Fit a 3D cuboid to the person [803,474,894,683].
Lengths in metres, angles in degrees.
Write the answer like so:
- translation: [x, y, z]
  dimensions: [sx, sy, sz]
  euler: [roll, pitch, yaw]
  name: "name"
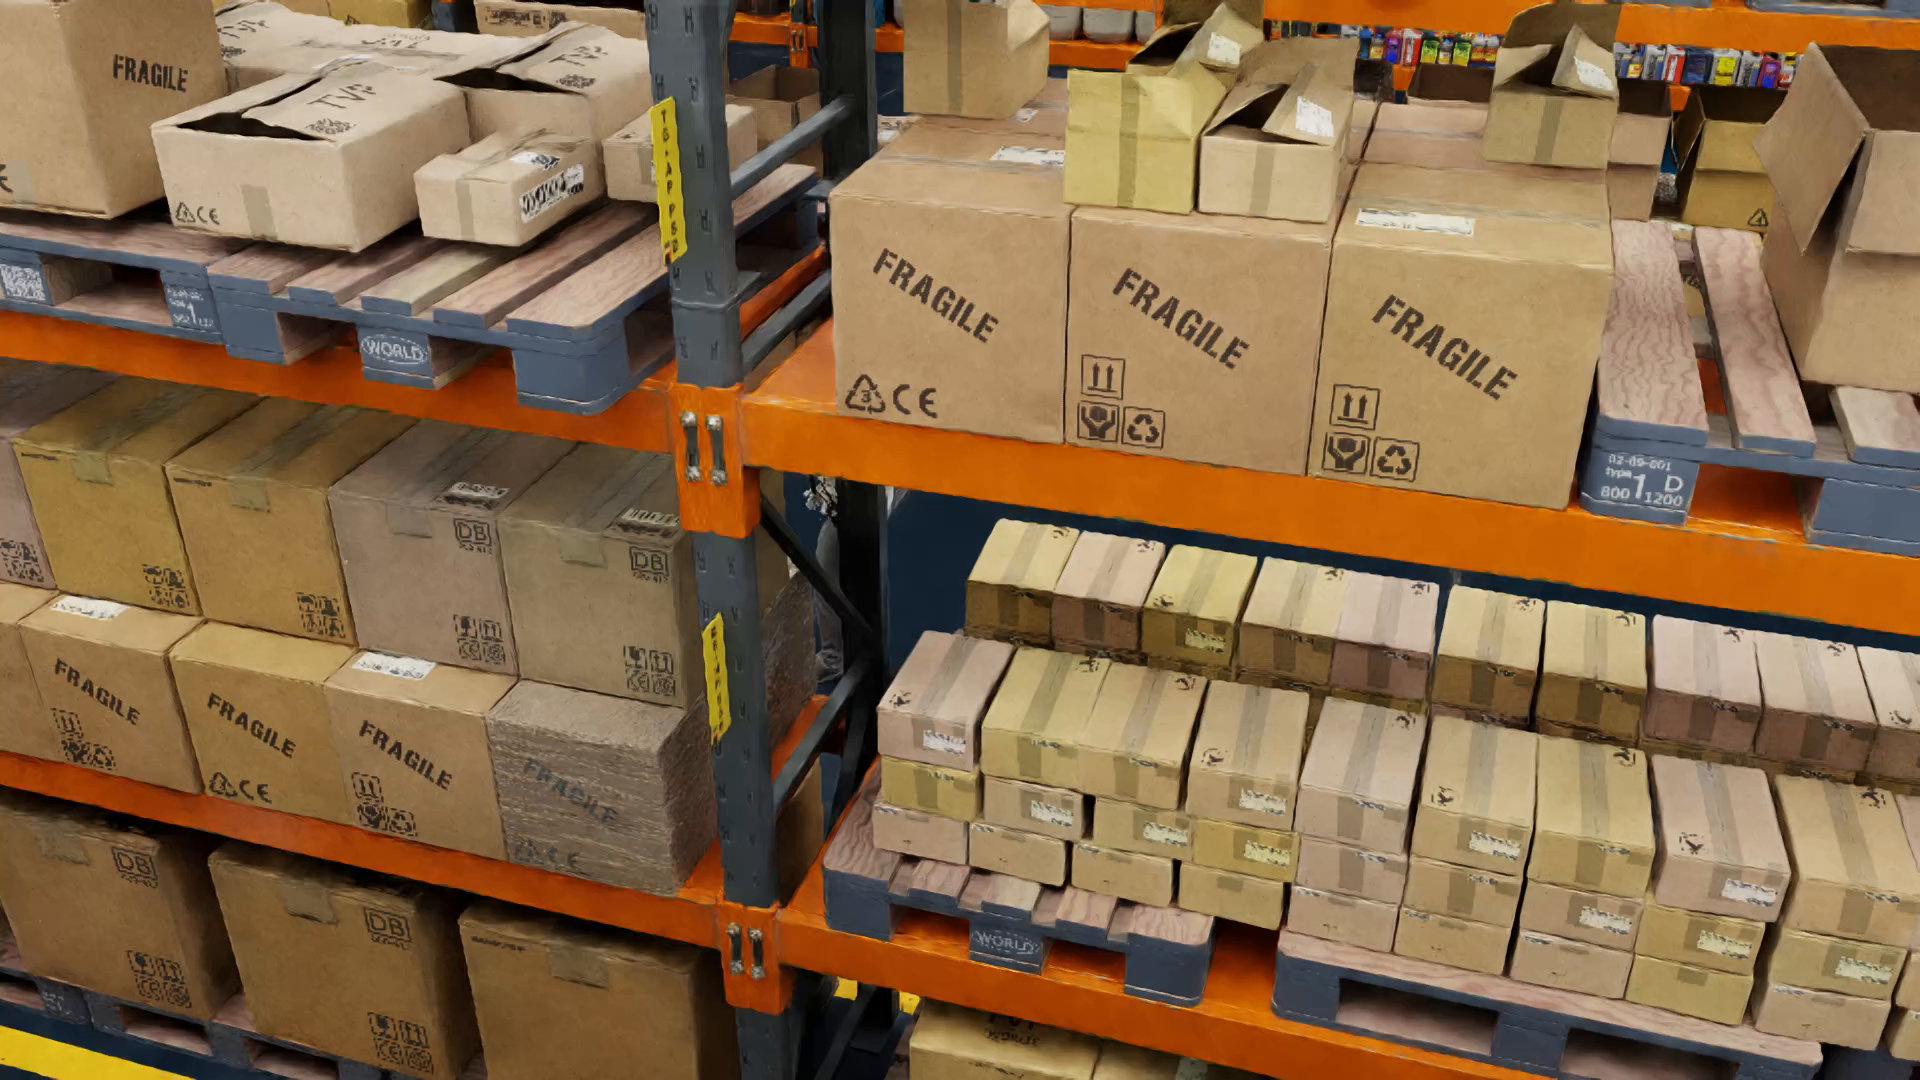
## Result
- translation: [-0.530, -0.078, 7.279]
  dimensions: [0.468, 1.753, 0.513]
  euler: [7, 30, 12]
  name: "person"
